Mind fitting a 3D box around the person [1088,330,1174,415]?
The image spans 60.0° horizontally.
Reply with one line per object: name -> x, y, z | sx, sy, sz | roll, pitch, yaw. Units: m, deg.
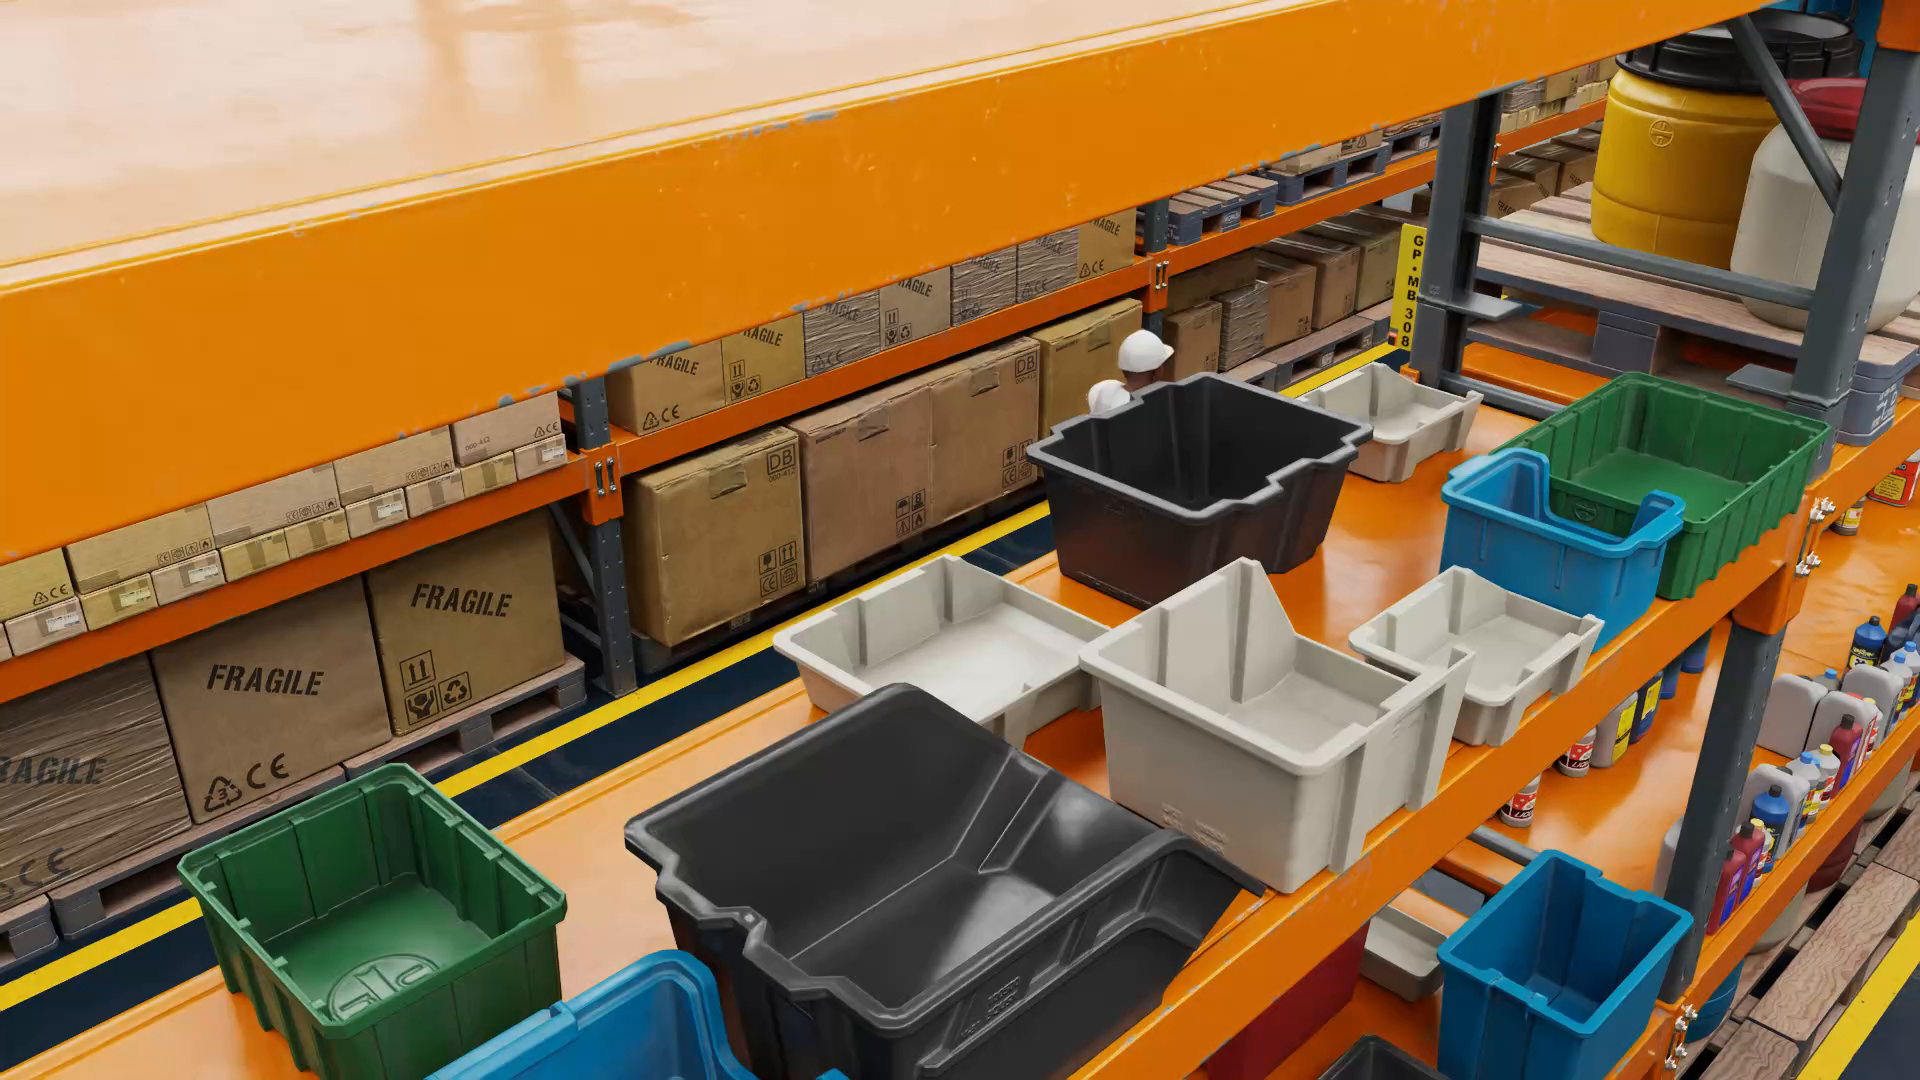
person -> 0.809, -0.175, 7.890 | 0.673, 1.767, 0.703 | -10, 29, -18
